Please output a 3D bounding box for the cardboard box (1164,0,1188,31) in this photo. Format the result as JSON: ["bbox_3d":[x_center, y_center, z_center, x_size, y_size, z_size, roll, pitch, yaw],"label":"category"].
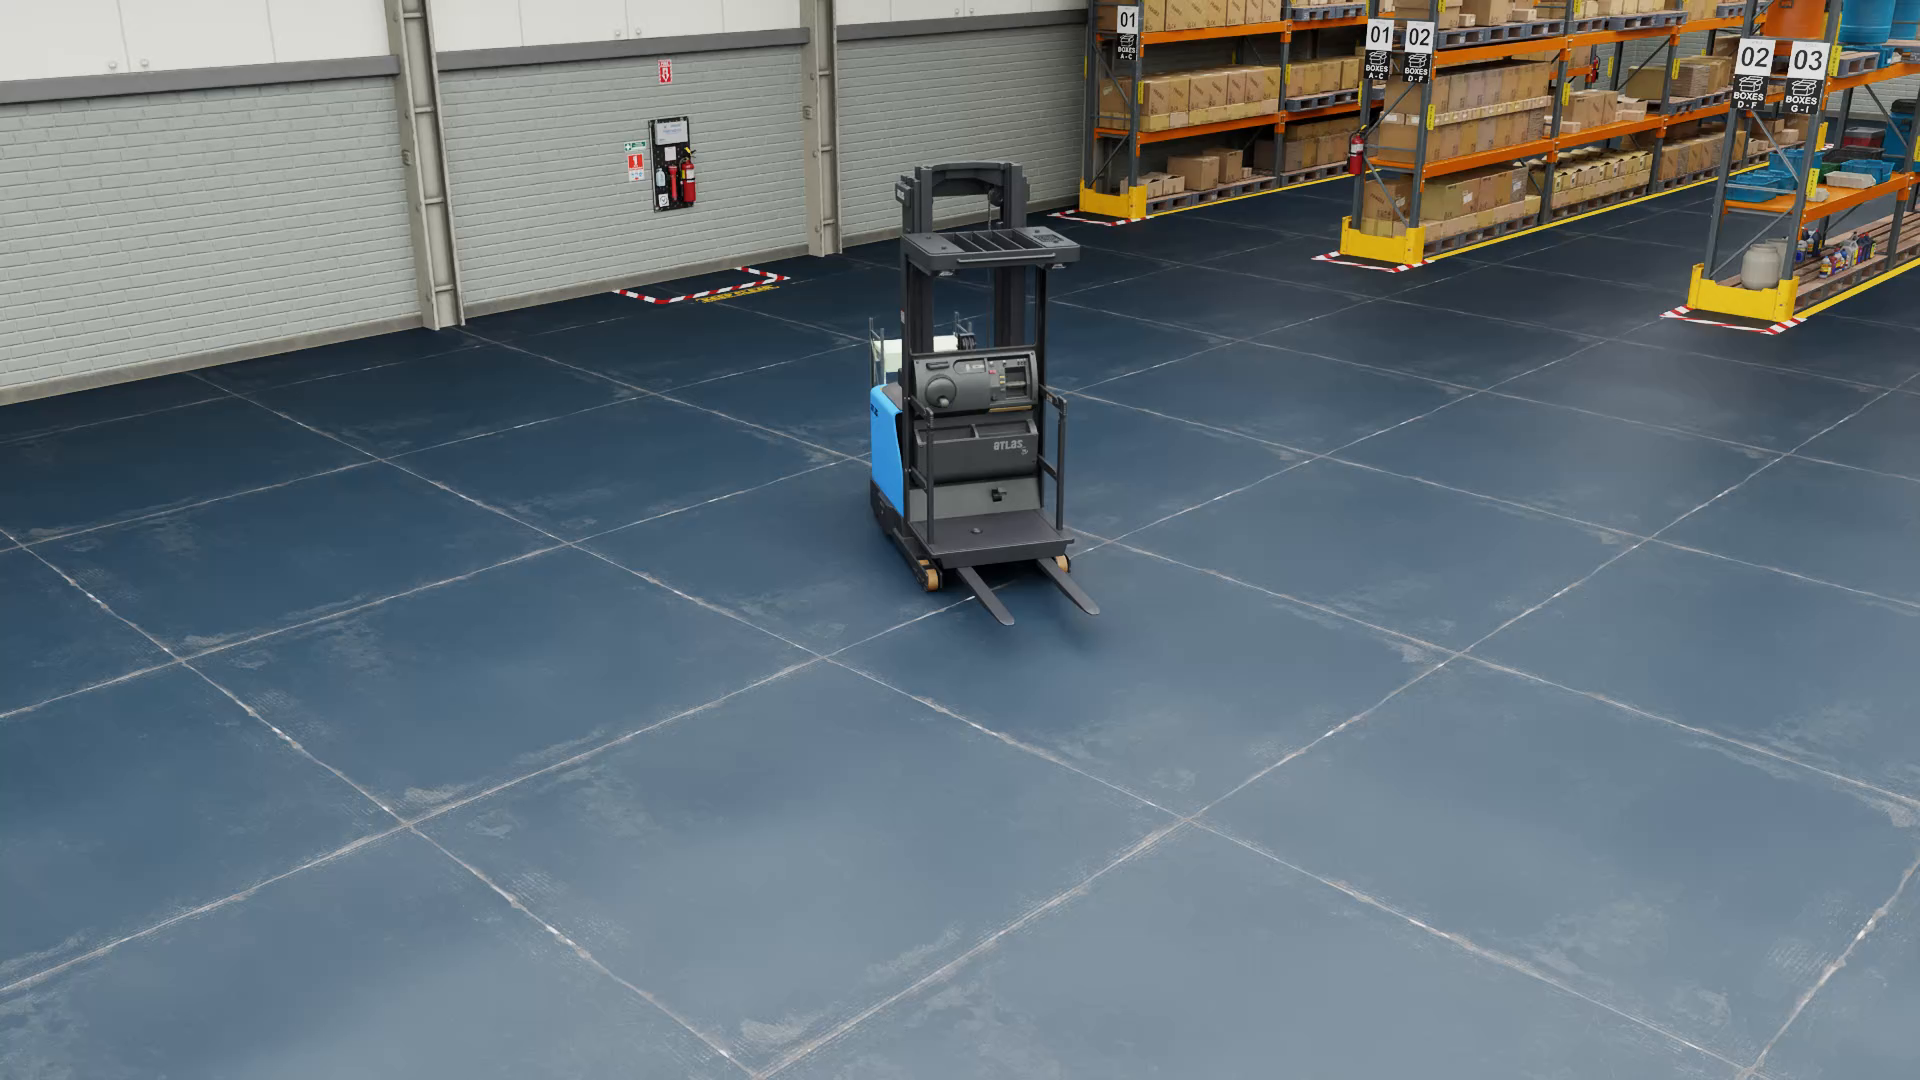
[{"bbox_3d":[3.205,-8.238,25.978,0.500,0.500,0.500,-18,27,-39],"label":"cardboard box"}]

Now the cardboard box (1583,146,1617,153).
[{"bbox_3d":[10.949,-6.560,28.427,0.500,0.311,0.500,-19,28,-40],"label":"cardboard box"}]

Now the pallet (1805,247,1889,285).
[{"bbox_3d":[11.783,-3.714,22.444,1.003,0.211,1.213,19,28,41],"label":"pallet"}]

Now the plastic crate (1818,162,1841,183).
[{"bbox_3d":[11.132,-4.801,21.679,0.450,0.188,0.662,19,28,41],"label":"plastic crate"}]

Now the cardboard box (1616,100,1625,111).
[{"bbox_3d":[10.762,-7.224,27.812,0.500,0.311,0.500,19,28,40],"label":"cardboard box"}]

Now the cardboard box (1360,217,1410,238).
[{"bbox_3d":[6.107,-4.515,23.887,0.500,0.250,0.500,19,28,41],"label":"cardboard box"}]

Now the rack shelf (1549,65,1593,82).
[{"bbox_3d":[12.159,-9.892,35.633,1.077,0.370,4.000,19,28,41],"label":"rack shelf"}]

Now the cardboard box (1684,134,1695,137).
[{"bbox_3d":[13.085,-7.184,30.455,0.500,0.500,0.500,20,29,41],"label":"cardboard box"}]

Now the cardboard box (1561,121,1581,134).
[{"bbox_3d":[9.499,-6.478,26.098,0.380,0.149,0.250,19,28,41],"label":"cardboard box"}]

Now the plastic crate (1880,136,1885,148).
[{"bbox_3d":[12.828,-5.532,23.308,0.392,0.384,0.575,19,28,41],"label":"plastic crate"}]

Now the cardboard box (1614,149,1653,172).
[{"bbox_3d":[11.336,-6.425,28.075,0.500,0.311,0.500,-19,28,-41],"label":"cardboard box"}]

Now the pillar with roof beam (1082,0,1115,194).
[{"bbox_3d":[5.345,-8.749,23.293,9.100,9.000,0.400,19,28,41],"label":"pillar with roof beam"}]

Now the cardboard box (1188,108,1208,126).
[{"bbox_3d":[3.672,-6.881,26.978,0.500,0.250,0.500,19,28,40],"label":"cardboard box"}]

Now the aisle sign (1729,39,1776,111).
[{"bbox_3d":[9.228,-5.419,19.369,0.394,0.787,0.004,19,28,41],"label":"aisle sign"}]

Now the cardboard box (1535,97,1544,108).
[{"bbox_3d":[8.524,-6.582,24.974,0.380,0.149,0.250,19,28,40],"label":"cardboard box"}]

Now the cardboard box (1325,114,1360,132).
[{"bbox_3d":[7.066,-7.745,30.871,0.500,0.250,0.500,-20,28,-41],"label":"cardboard box"}]

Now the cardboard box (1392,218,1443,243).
[{"bbox_3d":[6.478,-4.385,23.550,0.500,0.250,0.500,19,28,41],"label":"cardboard box"}]

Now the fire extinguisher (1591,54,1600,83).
[{"bbox_3d":[13.990,-10.455,36.723,0.296,0.674,0.183,19,28,41],"label":"fire extinguisher"}]

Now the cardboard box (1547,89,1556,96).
[{"bbox_3d":[13.001,-9.725,36.189,0.250,0.149,0.380,-19,28,-41],"label":"cardboard box"}]

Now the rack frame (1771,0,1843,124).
[{"bbox_3d":[17.106,-9.503,33.619,1.000,3.000,0.127,19,28,41],"label":"rack frame"}]

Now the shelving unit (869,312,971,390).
[{"bbox_3d":[-0.326,-1.091,13.821,0.755,1.500,0.431,-6,22,-16],"label":"shelving unit"}]

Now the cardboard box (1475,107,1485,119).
[{"bbox_3d":[7.269,-6.118,23.769,0.380,0.149,0.250,19,28,40],"label":"cardboard box"}]

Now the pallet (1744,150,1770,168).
[{"bbox_3d":[14.795,-7.350,31.903,1.003,0.211,1.213,19,28,41],"label":"pallet"}]

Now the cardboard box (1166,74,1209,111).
[{"bbox_3d":[3.658,-7.222,26.819,0.500,0.500,0.500,18,27,39],"label":"cardboard box"}]

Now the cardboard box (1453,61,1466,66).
[{"bbox_3d":[9.572,-9.337,32.604,0.500,0.500,0.500,-19,28,-41],"label":"cardboard box"}]

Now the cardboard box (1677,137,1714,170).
[{"bbox_3d":[13.122,-6.930,29.795,0.500,0.500,0.500,18,27,39],"label":"cardboard box"}]

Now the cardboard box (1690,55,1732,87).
[{"bbox_3d":[13.825,-8.652,30.679,0.700,0.500,0.500,9,23,23],"label":"cardboard box"}]

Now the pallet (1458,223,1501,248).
[{"bbox_3d":[7.299,-4.608,24.769,1.003,0.211,1.213,19,28,41],"label":"pallet"}]

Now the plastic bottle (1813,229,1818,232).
[{"bbox_3d":[11.745,-4.138,22.848,0.097,0.271,0.097,0,21,0],"label":"plastic bottle"}]

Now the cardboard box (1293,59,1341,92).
[{"bbox_3d":[6.394,-8.351,29.867,0.500,0.500,0.700,-16,26,-35],"label":"cardboard box"}]

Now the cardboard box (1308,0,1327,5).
[{"bbox_3d":[6.051,-9.491,28.944,0.500,0.311,0.500,-19,28,-40],"label":"cardboard box"}]

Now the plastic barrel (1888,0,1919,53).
[{"bbox_3d":[12.480,-6.997,22.219,0.600,0.901,0.708,19,28,41],"label":"plastic barrel"}]

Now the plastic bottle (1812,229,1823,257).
[{"bbox_3d":[11.524,-4.007,22.398,0.144,0.351,0.185,19,28,41],"label":"plastic bottle"}]

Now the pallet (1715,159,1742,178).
[{"bbox_3d":[13.775,-6.955,30.875,1.003,0.211,1.213,19,28,41],"label":"pallet"}]

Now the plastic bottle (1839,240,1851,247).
[{"bbox_3d":[11.781,-3.856,22.108,0.152,0.276,0.135,19,28,41],"label":"plastic bottle"}]

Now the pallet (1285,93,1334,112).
[{"bbox_3d":[5.820,-7.728,29.267,1.003,0.211,1.213,19,28,41],"label":"pallet"}]

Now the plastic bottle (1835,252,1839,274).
[{"bbox_3d":[11.218,-3.558,21.340,0.097,0.271,0.097,0,21,0],"label":"plastic bottle"}]

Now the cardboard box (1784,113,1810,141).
[{"bbox_3d":[16.903,-8.340,33.464,0.500,0.500,0.500,19,28,41],"label":"cardboard box"}]

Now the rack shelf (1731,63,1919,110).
[{"bbox_3d":[10.886,-5.728,20.619,1.077,0.370,4.000,19,28,41],"label":"rack shelf"}]

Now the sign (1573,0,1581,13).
[{"bbox_3d":[9.133,-7.959,24.588,0.100,0.325,0.005,19,28,41],"label":"sign"}]

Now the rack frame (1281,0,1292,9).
[{"bbox_3d":[5.183,-10.458,27.740,1.000,3.000,0.127,19,28,41],"label":"rack frame"}]

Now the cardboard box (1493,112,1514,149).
[{"bbox_3d":[7.713,-6.085,24.584,0.500,0.500,0.700,-20,28,-41],"label":"cardboard box"}]

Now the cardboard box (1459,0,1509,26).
[{"bbox_3d":[7.299,-7.457,23.194,0.500,0.500,0.500,19,28,41],"label":"cardboard box"}]

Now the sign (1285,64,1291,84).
[{"bbox_3d":[5.577,-7.928,28.313,0.100,0.325,0.005,19,28,41],"label":"sign"}]

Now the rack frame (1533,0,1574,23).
[{"bbox_3d":[8.735,-9.219,24.517,1.000,3.000,0.127,19,28,41],"label":"rack frame"}]

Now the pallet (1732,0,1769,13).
[{"bbox_3d":[13.810,-9.637,30.049,1.213,0.211,1.003,19,28,41],"label":"pallet"}]

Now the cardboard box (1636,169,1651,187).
[{"bbox_3d":[11.333,-6.163,28.176,0.500,0.250,0.500,-19,28,-41],"label":"cardboard box"}]

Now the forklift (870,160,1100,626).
[{"bbox_3d":[0.182,-1.152,11.985,1.130,2.935,3.031,-6,22,-16],"label":"forklift"}]

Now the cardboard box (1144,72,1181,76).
[{"bbox_3d":[3.285,-7.354,27.162,0.500,0.500,0.500,18,28,39],"label":"cardboard box"}]

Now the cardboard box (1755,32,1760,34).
[{"bbox_3d":[15.542,-9.574,32.270,0.500,0.500,0.500,19,28,40],"label":"cardboard box"}]

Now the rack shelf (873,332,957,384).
[{"bbox_3d":[-0.326,-1.455,13.681,0.720,0.370,0.431,-6,22,-16],"label":"rack shelf"}]

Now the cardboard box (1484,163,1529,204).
[{"bbox_3d":[8.211,-5.382,25.097,0.500,0.500,0.500,19,28,41],"label":"cardboard box"}]

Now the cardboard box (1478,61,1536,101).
[{"bbox_3d":[8.078,-6.825,24.703,0.700,0.500,0.500,19,28,41],"label":"cardboard box"}]

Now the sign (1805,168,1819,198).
[{"bbox_3d":[9.882,-4.140,19.279,0.100,0.325,0.005,19,28,41],"label":"sign"}]

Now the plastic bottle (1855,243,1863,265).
[{"bbox_3d":[11.821,-3.776,21.891,0.133,0.283,0.061,-18,27,-39],"label":"plastic bottle"}]

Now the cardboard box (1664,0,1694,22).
[{"bbox_3d":[11.805,-9.014,28.026,0.910,0.500,0.500,19,28,41],"label":"cardboard box"}]

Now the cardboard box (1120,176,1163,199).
[{"bbox_3d":[2.939,-5.735,26.949,0.500,0.311,0.500,15,26,35],"label":"cardboard box"}]

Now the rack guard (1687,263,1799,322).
[{"bbox_3d":[9.510,-3.014,20.220,1.175,0.500,0.348,19,28,41],"label":"rack guard"}]
